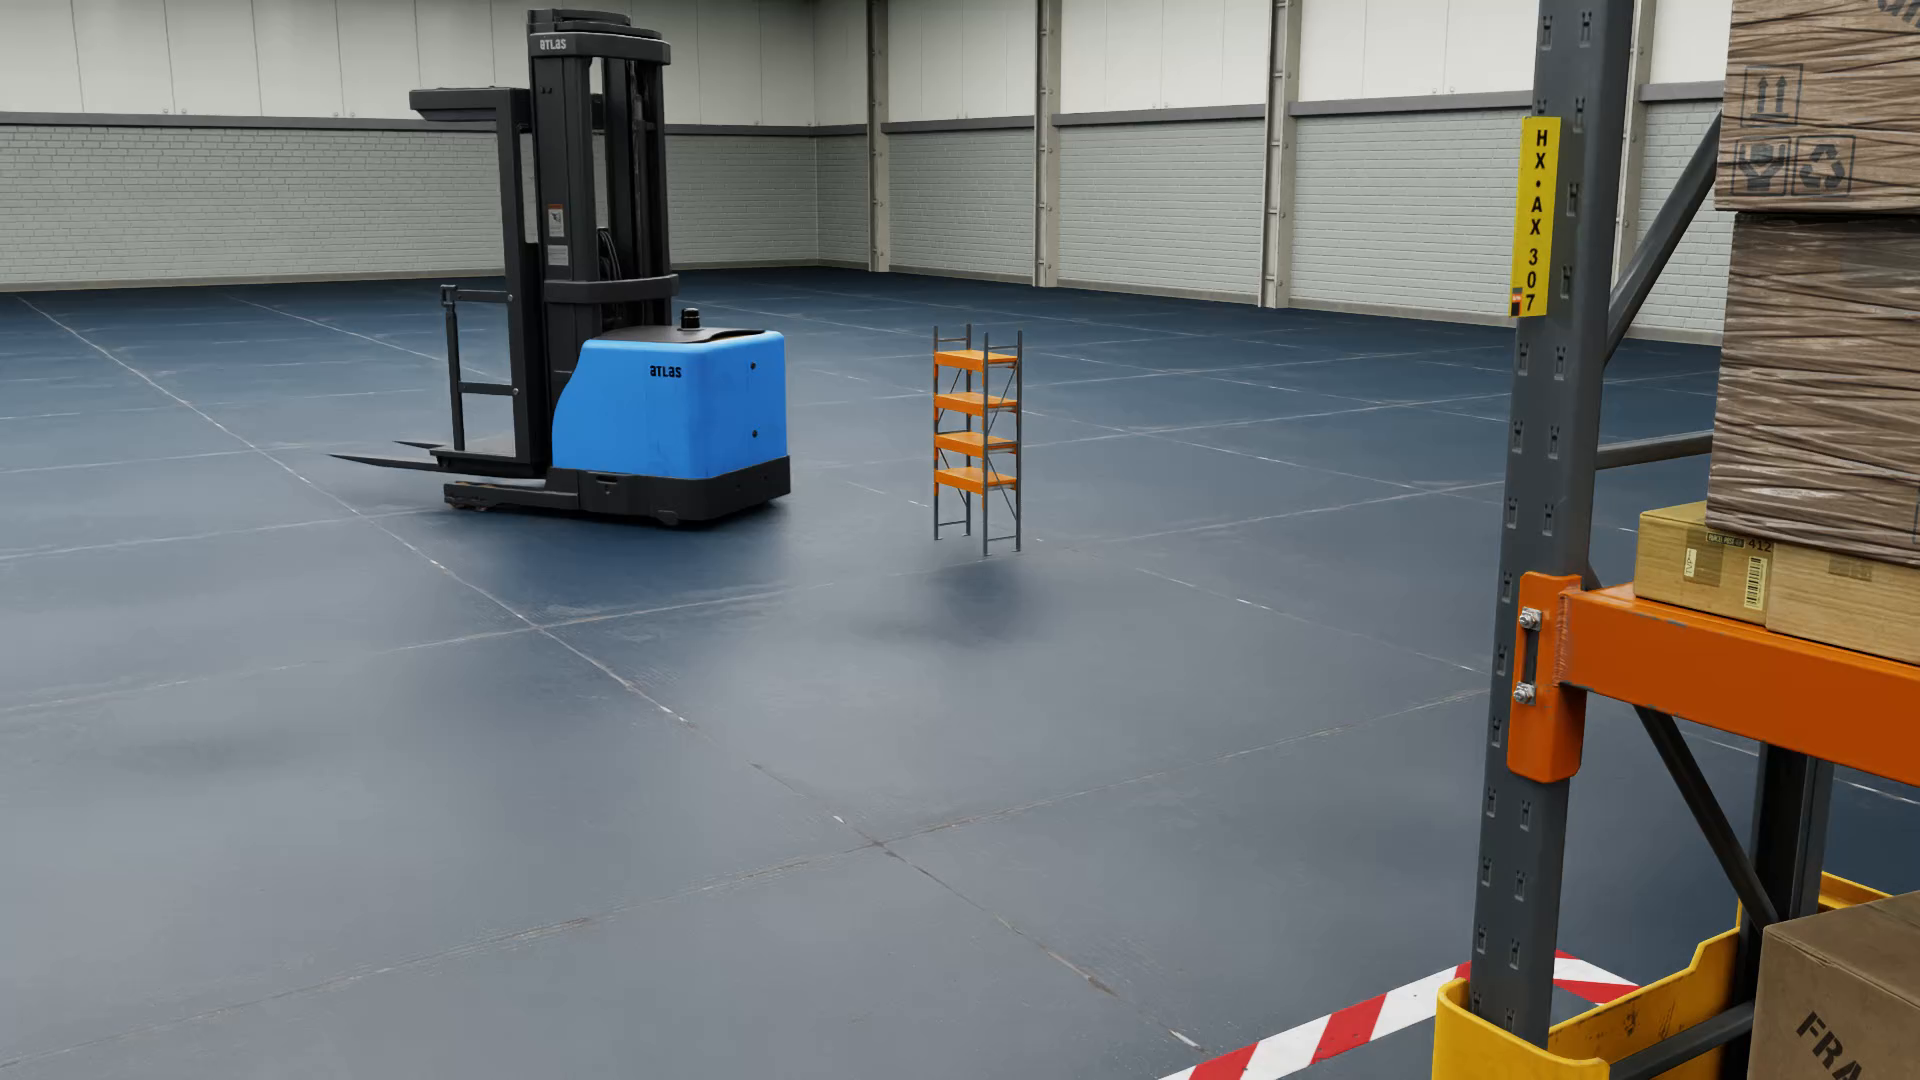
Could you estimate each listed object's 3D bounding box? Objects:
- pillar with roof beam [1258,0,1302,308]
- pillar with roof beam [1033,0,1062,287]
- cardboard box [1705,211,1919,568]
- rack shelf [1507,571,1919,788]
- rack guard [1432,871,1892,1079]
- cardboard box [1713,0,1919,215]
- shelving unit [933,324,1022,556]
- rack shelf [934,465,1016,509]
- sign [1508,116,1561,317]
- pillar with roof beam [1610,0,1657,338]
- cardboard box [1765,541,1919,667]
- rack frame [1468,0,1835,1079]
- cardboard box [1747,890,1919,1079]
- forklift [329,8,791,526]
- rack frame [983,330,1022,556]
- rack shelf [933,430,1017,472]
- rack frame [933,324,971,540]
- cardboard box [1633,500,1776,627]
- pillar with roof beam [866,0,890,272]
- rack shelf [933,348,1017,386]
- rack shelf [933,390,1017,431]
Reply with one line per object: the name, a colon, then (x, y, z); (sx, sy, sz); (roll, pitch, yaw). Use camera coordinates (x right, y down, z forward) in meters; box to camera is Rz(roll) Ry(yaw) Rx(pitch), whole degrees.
pillar with roof beam: (1.332, -7.537, 22.763); (9.100, 9.000, 0.400); (-8, 15, -33)
pillar with roof beam: (-1.992, -8.604, 27.643); (9.100, 9.000, 0.400); (-8, 15, -33)
cardboard box: (1.692, -0.271, 2.649); (0.875, 0.500, 0.500); (-8, 15, -33)
rack shelf: (2.518, 0.529, 1.604); (1.077, 0.370, 4.000); (-8, 15, -33)
rack guard: (1.452, 1.057, 3.359); (1.175, 0.500, 0.348); (-8, 15, -33)
cardboard box: (1.488, -0.730, 2.409); (0.500, 0.500, 0.500); (-8, 15, -33)
shelving unit: (0.092, -0.557, 9.099); (0.258, 1.200, 0.503); (-8, 15, -33)
rack shelf: (0.092, -0.297, 9.156); (0.258, 0.148, 0.480); (-8, 15, -33)
sign: (0.958, -0.536, 2.767); (0.100, 0.325, 0.005); (-8, 15, -33)
pillar with roof beam: (4.656, -6.470, 17.883); (9.100, 9.000, 0.400); (-8, 15, -33)
cardboard box: (1.492, 0.071, 2.606); (0.380, 0.149, 0.250); (-8, 15, -33)
rack frame: (1.410, -0.178, 3.153); (1.000, 3.000, 0.127); (-8, 15, -33)
cardboard box: (1.742, 0.951, 2.859); (0.500, 0.500, 0.500); (-5, 13, -22)
forklift: (-2.617, -1.702, 10.282); (3.031, 2.935, 1.130); (6, 14, 24)
rack frame: (0.227, -0.513, 8.901); (0.240, 1.200, 0.015); (-8, 15, -33)
rack shelf: (0.092, -0.491, 9.113); (0.258, 0.148, 0.480); (-8, 15, -33)
rack frame: (-0.043, -0.600, 9.297); (0.240, 1.200, 0.015); (-8, 15, -33)
cardboard box: (1.369, 0.024, 2.819); (0.380, 0.149, 0.250); (-8, 15, -33)
pillar with roof beam: (-5.317, -9.671, 32.522); (9.100, 9.000, 0.400); (-8, 15, -33)
rack shelf: (0.092, -0.941, 9.015); (0.258, 0.148, 0.480); (-8, 15, -33)
rack shelf: (0.092, -0.710, 9.066); (0.258, 0.148, 0.480); (-8, 15, -33)
